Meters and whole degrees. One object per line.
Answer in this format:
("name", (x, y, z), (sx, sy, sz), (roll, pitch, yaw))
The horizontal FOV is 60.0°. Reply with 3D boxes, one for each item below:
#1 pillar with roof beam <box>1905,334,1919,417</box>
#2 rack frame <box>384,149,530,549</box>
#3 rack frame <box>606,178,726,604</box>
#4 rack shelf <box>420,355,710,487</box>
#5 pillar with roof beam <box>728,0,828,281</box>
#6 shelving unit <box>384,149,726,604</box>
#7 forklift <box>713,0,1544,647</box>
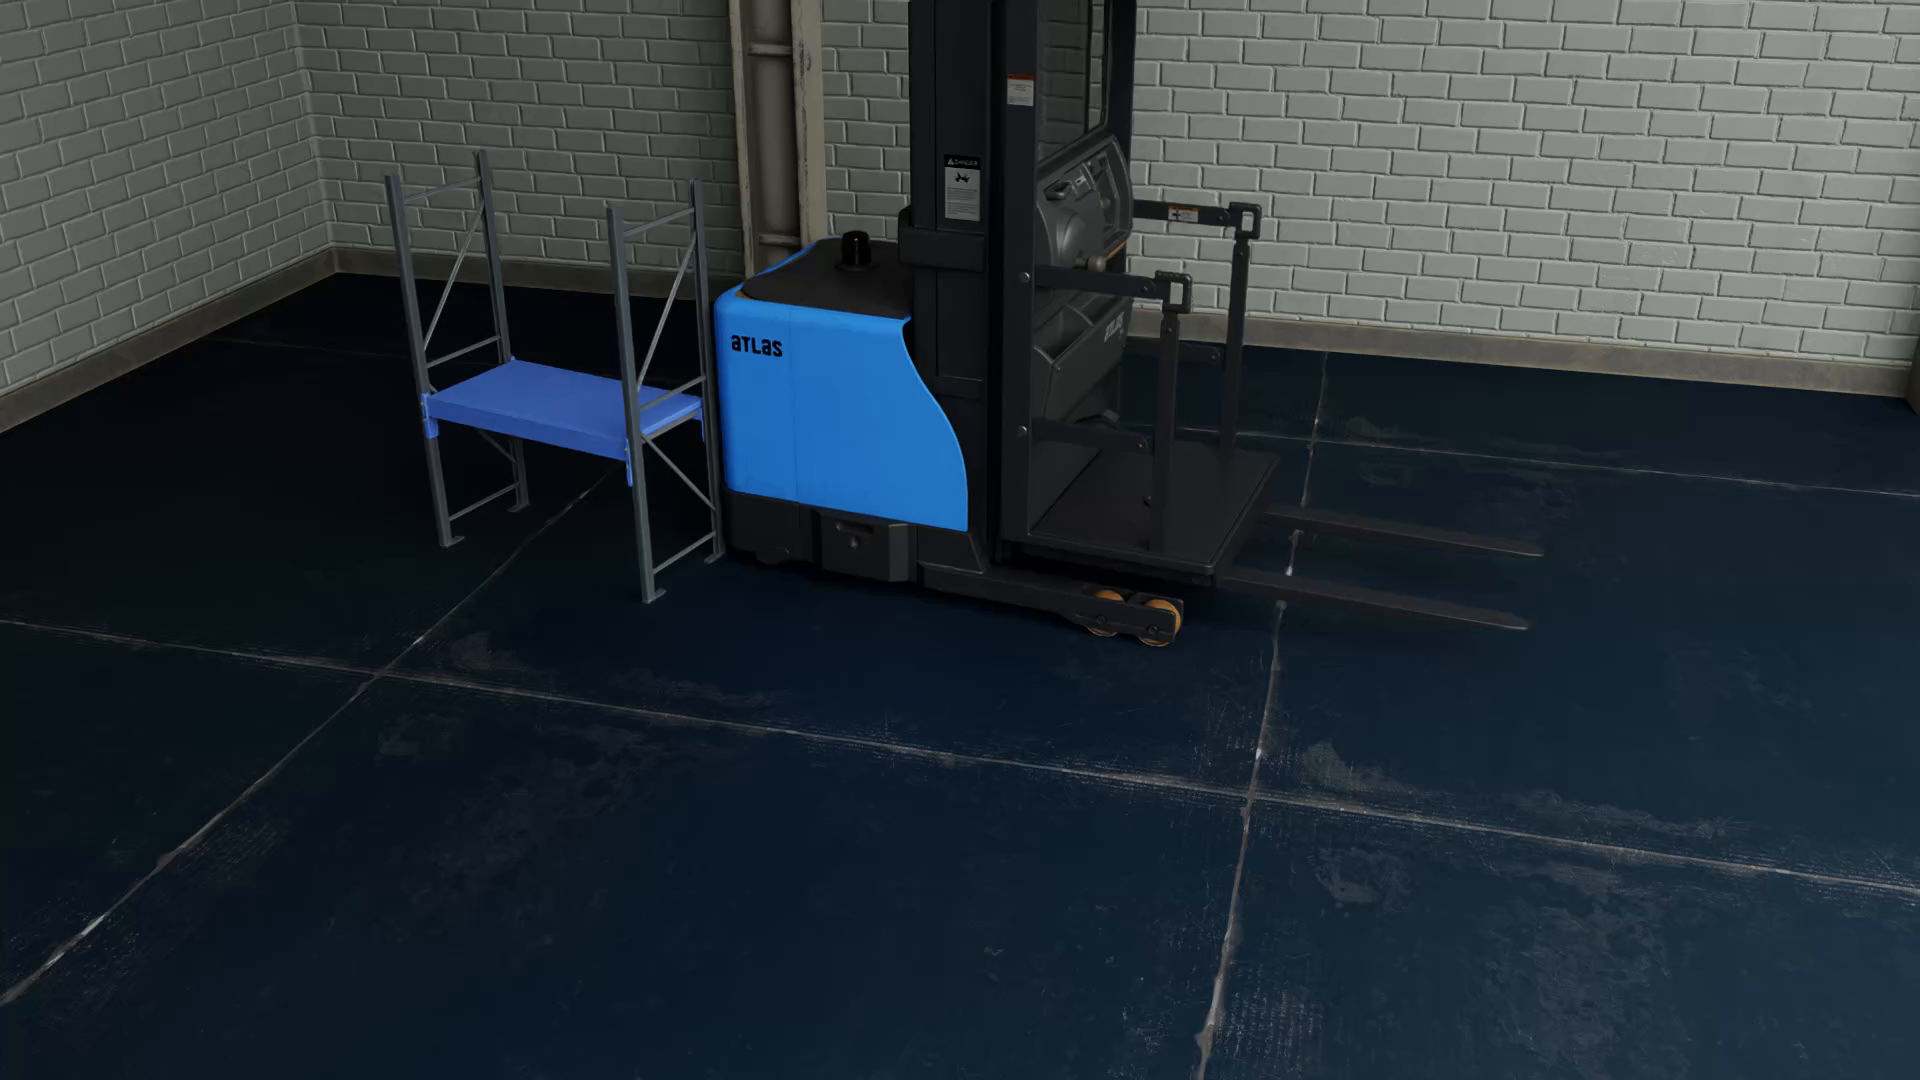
("pillar with roof beam", (3.768, -2.905, 2.382), (0.400, 9.000, 9.100), (6, 26, 13))
("rack frame", (-1.963, -0.741, 6.561), (0.032, 1.500, 0.500), (13, 28, 25))
("rack frame", (-1.065, -0.535, 6.129), (0.032, 1.500, 0.500), (13, 28, 25))
("rack shelf", (-1.514, -0.475, 6.422), (1.000, 0.185, 0.538), (13, 28, 25))
("pillar with roof beam", (-2.043, -3.547, 3.732), (0.400, 9.000, 9.100), (6, 26, 13))
("shelving unit", (-1.514, -0.638, 6.345), (1.048, 1.500, 0.538), (13, 28, 25))
("forklift", (0.635, -1.201, 5.863), (3.031, 2.935, 1.130), (10, 27, 20))
